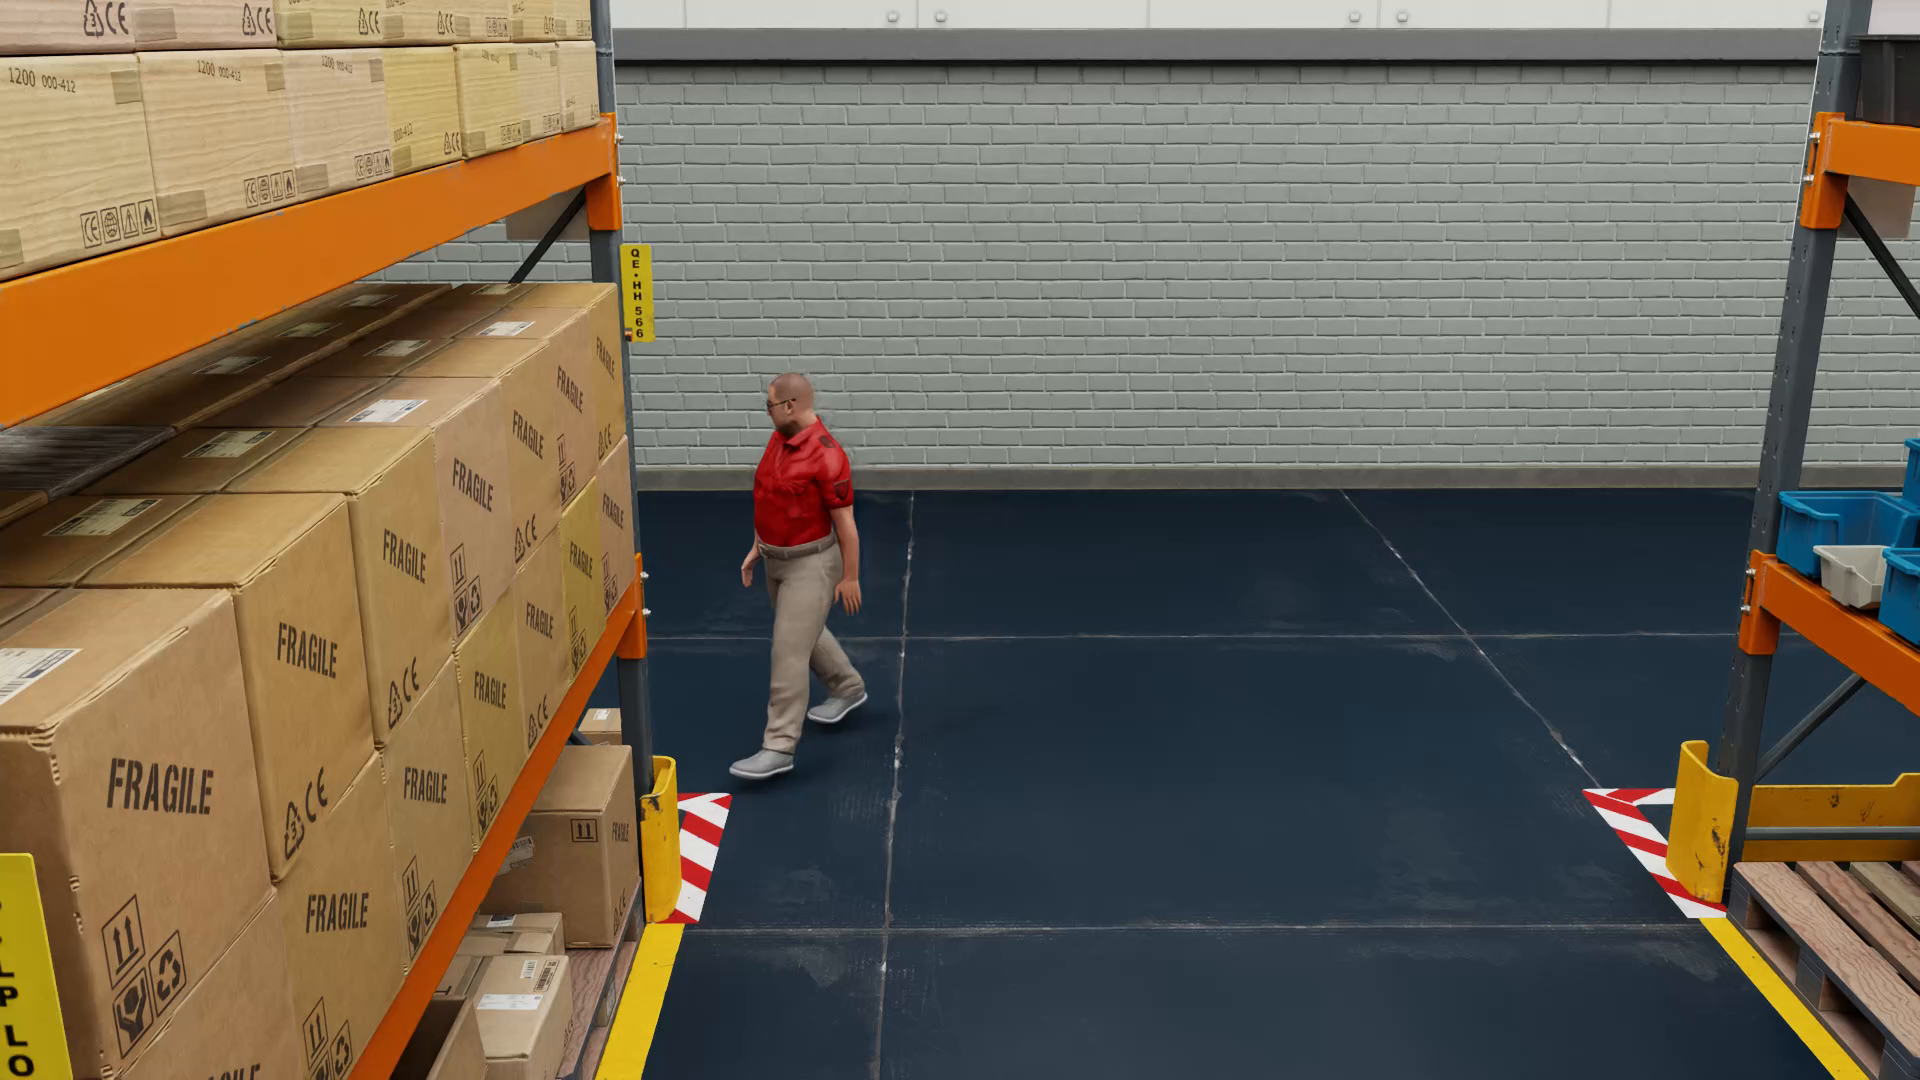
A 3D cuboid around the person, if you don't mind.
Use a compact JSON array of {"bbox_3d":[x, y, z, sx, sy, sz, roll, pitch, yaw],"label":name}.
[{"bbox_3d":[-0.659,0.069,7.225,0.711,1.631,0.558,-12,21,-34],"label":"person"}]
